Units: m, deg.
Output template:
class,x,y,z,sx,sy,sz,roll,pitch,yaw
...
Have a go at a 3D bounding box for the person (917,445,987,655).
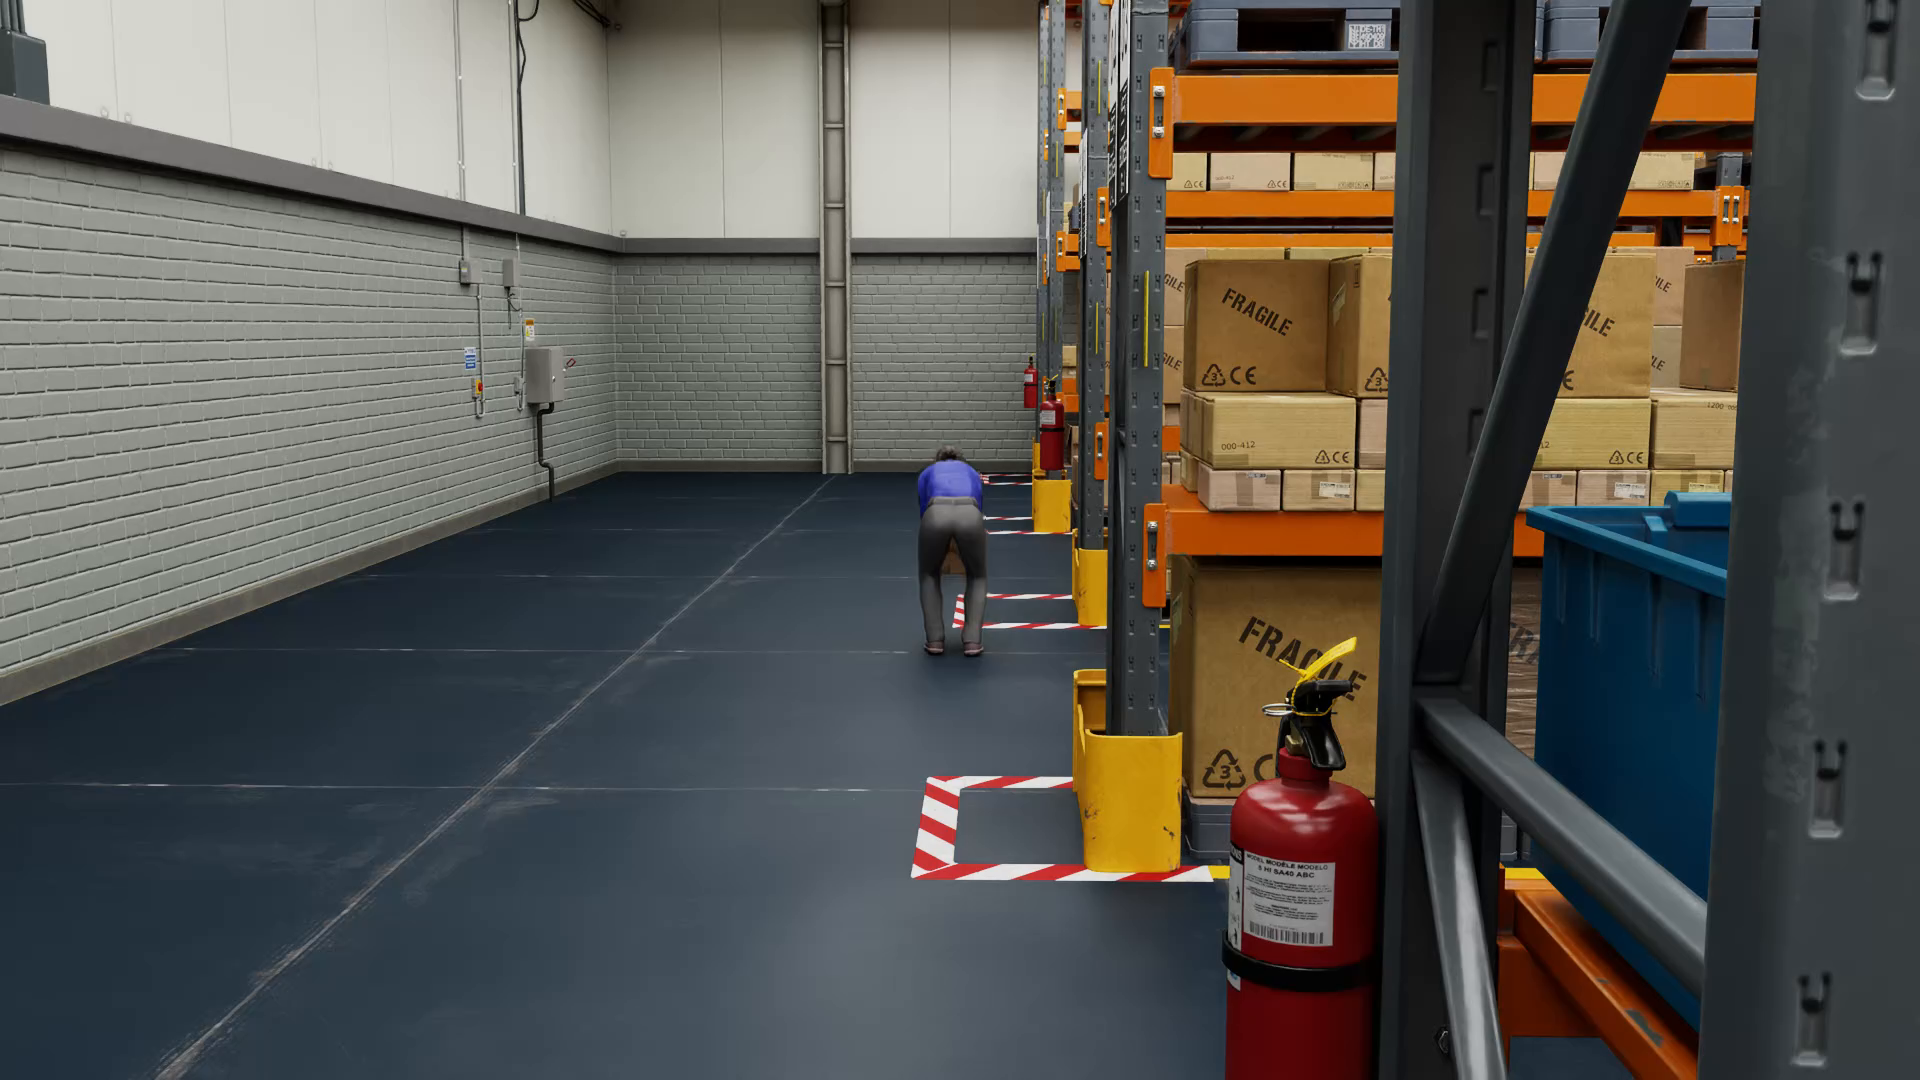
class,x,y,z,sx,sy,sz,roll,pitch,yaw
person,-0.047,0.055,10.102,0.425,1.221,0.824,0,7,-1
